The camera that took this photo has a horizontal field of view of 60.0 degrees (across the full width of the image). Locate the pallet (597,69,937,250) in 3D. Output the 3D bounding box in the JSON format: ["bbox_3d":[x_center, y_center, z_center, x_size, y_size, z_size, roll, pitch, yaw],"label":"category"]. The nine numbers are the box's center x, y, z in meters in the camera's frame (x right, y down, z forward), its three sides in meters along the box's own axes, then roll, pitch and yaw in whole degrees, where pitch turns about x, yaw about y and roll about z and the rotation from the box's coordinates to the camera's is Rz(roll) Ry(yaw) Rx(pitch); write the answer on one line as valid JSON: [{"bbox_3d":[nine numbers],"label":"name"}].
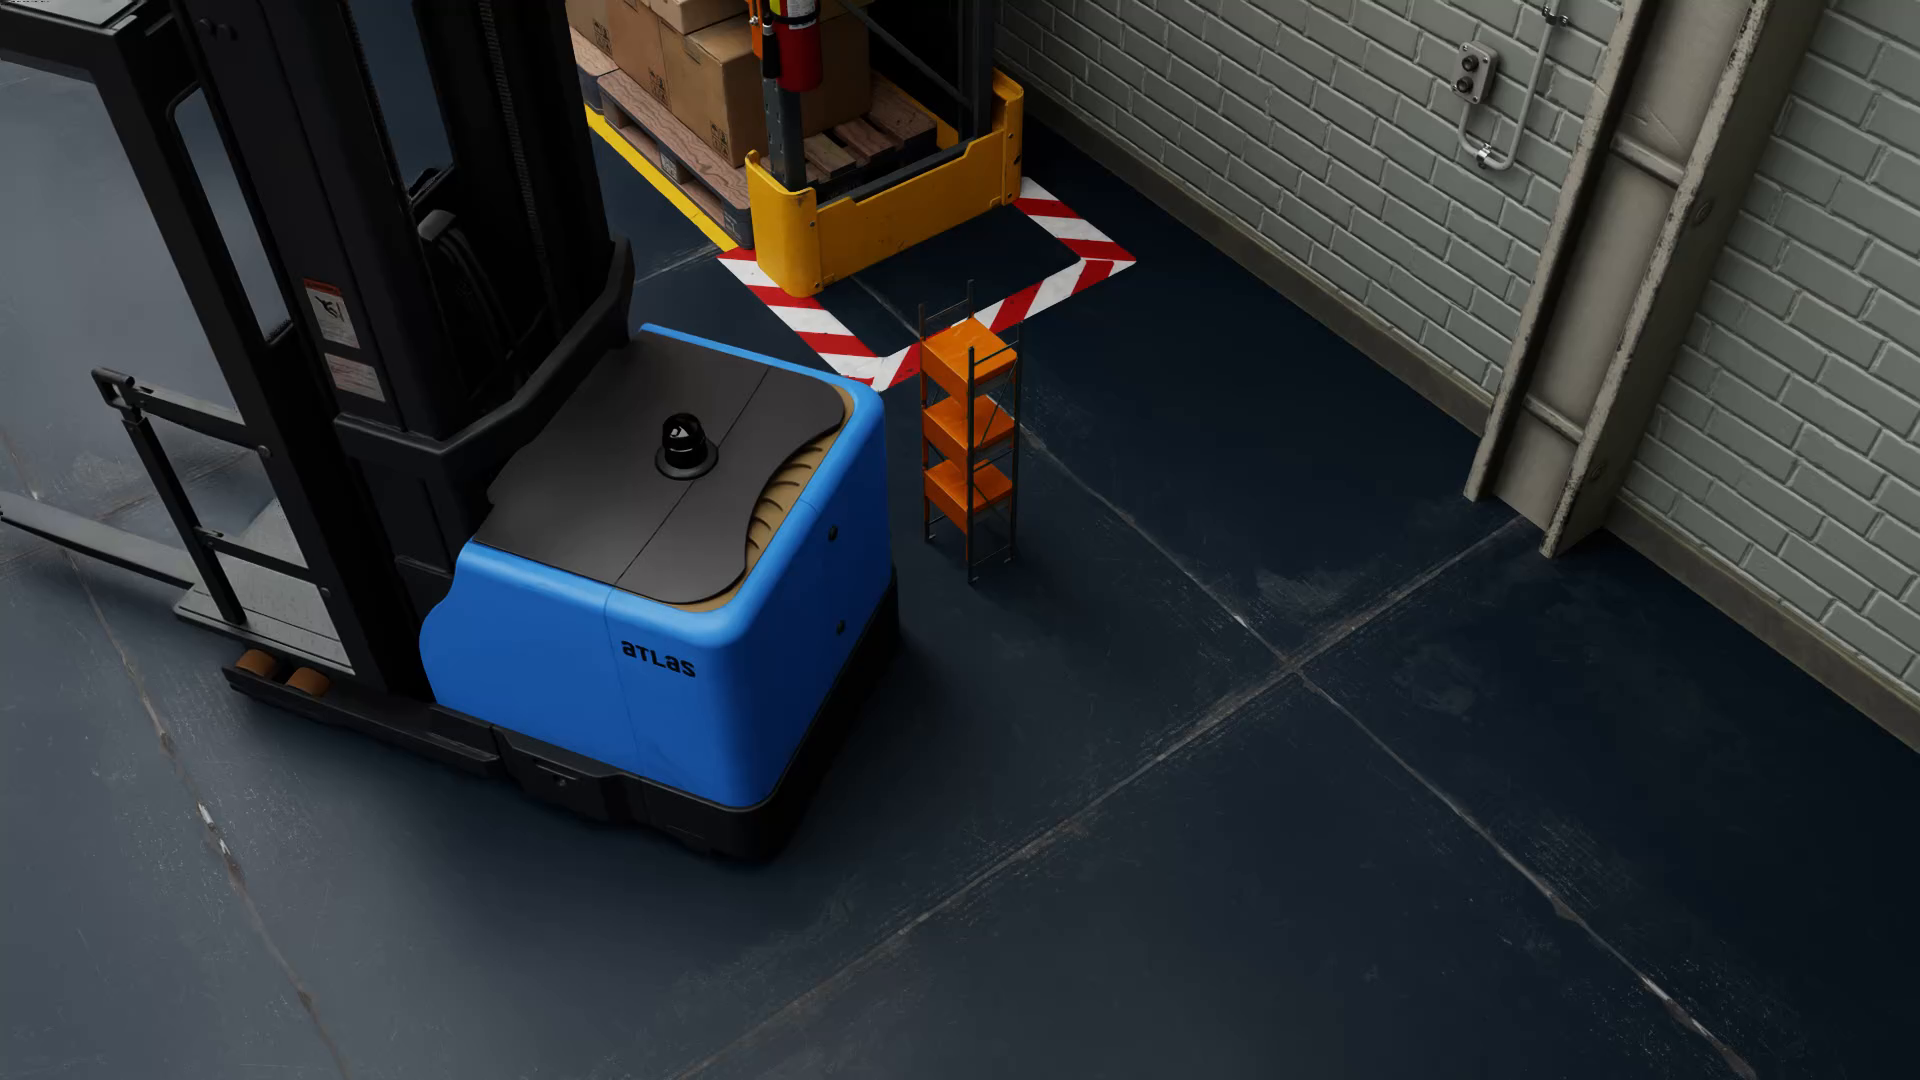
[{"bbox_3d":[-0.846,-1.828,7.265,1.003,0.211,1.213,-29,54,-24],"label":"pallet"}]

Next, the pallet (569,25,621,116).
[{"bbox_3d":[-1.581,-2.547,7.917,1.003,0.211,1.213,-29,54,-24],"label":"pallet"}]

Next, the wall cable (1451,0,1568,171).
[{"bbox_3d":[1.228,-2.339,5.160,0.084,1.984,1.851,-29,54,-24],"label":"wall cable"}]

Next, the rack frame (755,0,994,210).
[{"bbox_3d":[-0.300,-2.328,5.836,1.000,3.000,0.127,-29,54,-24],"label":"rack frame"}]

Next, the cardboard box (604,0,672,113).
[{"bbox_3d":[-1.106,-2.293,7.208,0.700,0.500,0.500,-30,54,-24],"label":"cardboard box"}]

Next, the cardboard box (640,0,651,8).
[{"bbox_3d":[-1.181,-2.360,6.831,0.380,0.149,0.250,-28,54,-23],"label":"cardboard box"}]

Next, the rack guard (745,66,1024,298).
[{"bbox_3d":[-0.285,-1.475,6.750,1.175,0.500,0.348,-29,54,-24],"label":"rack guard"}]

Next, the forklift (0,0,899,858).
[{"bbox_3d":[-1.768,-0.770,4.470,3.031,2.935,1.130,17,50,14],"label":"forklift"}]

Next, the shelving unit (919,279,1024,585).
[{"bbox_3d":[0.032,-0.321,5.332,0.215,1.050,0.252,-29,54,-24],"label":"shelving unit"}]

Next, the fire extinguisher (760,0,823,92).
[{"bbox_3d":[-0.576,-1.881,5.735,0.296,0.674,0.183,-29,54,-24],"label":"fire extinguisher"}]

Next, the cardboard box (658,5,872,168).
[{"bbox_3d":[-0.803,-1.998,6.940,0.700,0.500,0.500,-29,54,-24],"label":"cardboard box"}]

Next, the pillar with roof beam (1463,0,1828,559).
[{"bbox_3d":[-1.403,-1.208,0.771,9.100,9.000,0.400,-29,54,-24],"label":"pillar with roof beam"}]

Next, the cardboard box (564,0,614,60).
[{"bbox_3d":[-1.411,-2.589,7.476,0.700,0.500,0.500,-31,55,-25],"label":"cardboard box"}]

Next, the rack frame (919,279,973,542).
[{"bbox_3d":[-0.041,-0.393,5.398,0.200,1.050,0.008,-29,54,-24],"label":"rack frame"}]

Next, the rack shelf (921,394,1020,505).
[{"bbox_3d":[0.032,-0.314,5.340,0.215,0.259,0.240,-29,54,-24],"label":"rack shelf"}]

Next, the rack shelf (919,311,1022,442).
[{"bbox_3d":[0.032,-0.505,5.130,0.215,0.259,0.240,-29,54,-24],"label":"rack shelf"}]

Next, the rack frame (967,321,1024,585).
[{"bbox_3d":[0.106,-0.249,5.267,0.200,1.050,0.008,-29,54,-24],"label":"rack frame"}]

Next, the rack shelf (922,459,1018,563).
[{"bbox_3d":[0.032,-0.127,5.546,0.215,0.259,0.240,-29,54,-24],"label":"rack shelf"}]

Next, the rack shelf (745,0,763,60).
[{"bbox_3d":[-1.511,-3.266,7.172,1.077,0.370,4.000,-29,54,-24],"label":"rack shelf"}]

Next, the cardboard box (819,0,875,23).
[{"bbox_3d":[-0.568,-2.232,6.714,0.380,0.149,0.250,-29,54,-24],"label":"cardboard box"}]

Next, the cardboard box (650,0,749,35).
[{"bbox_3d":[-1.026,-2.210,6.694,0.380,0.149,0.250,-30,54,-24],"label":"cardboard box"}]
